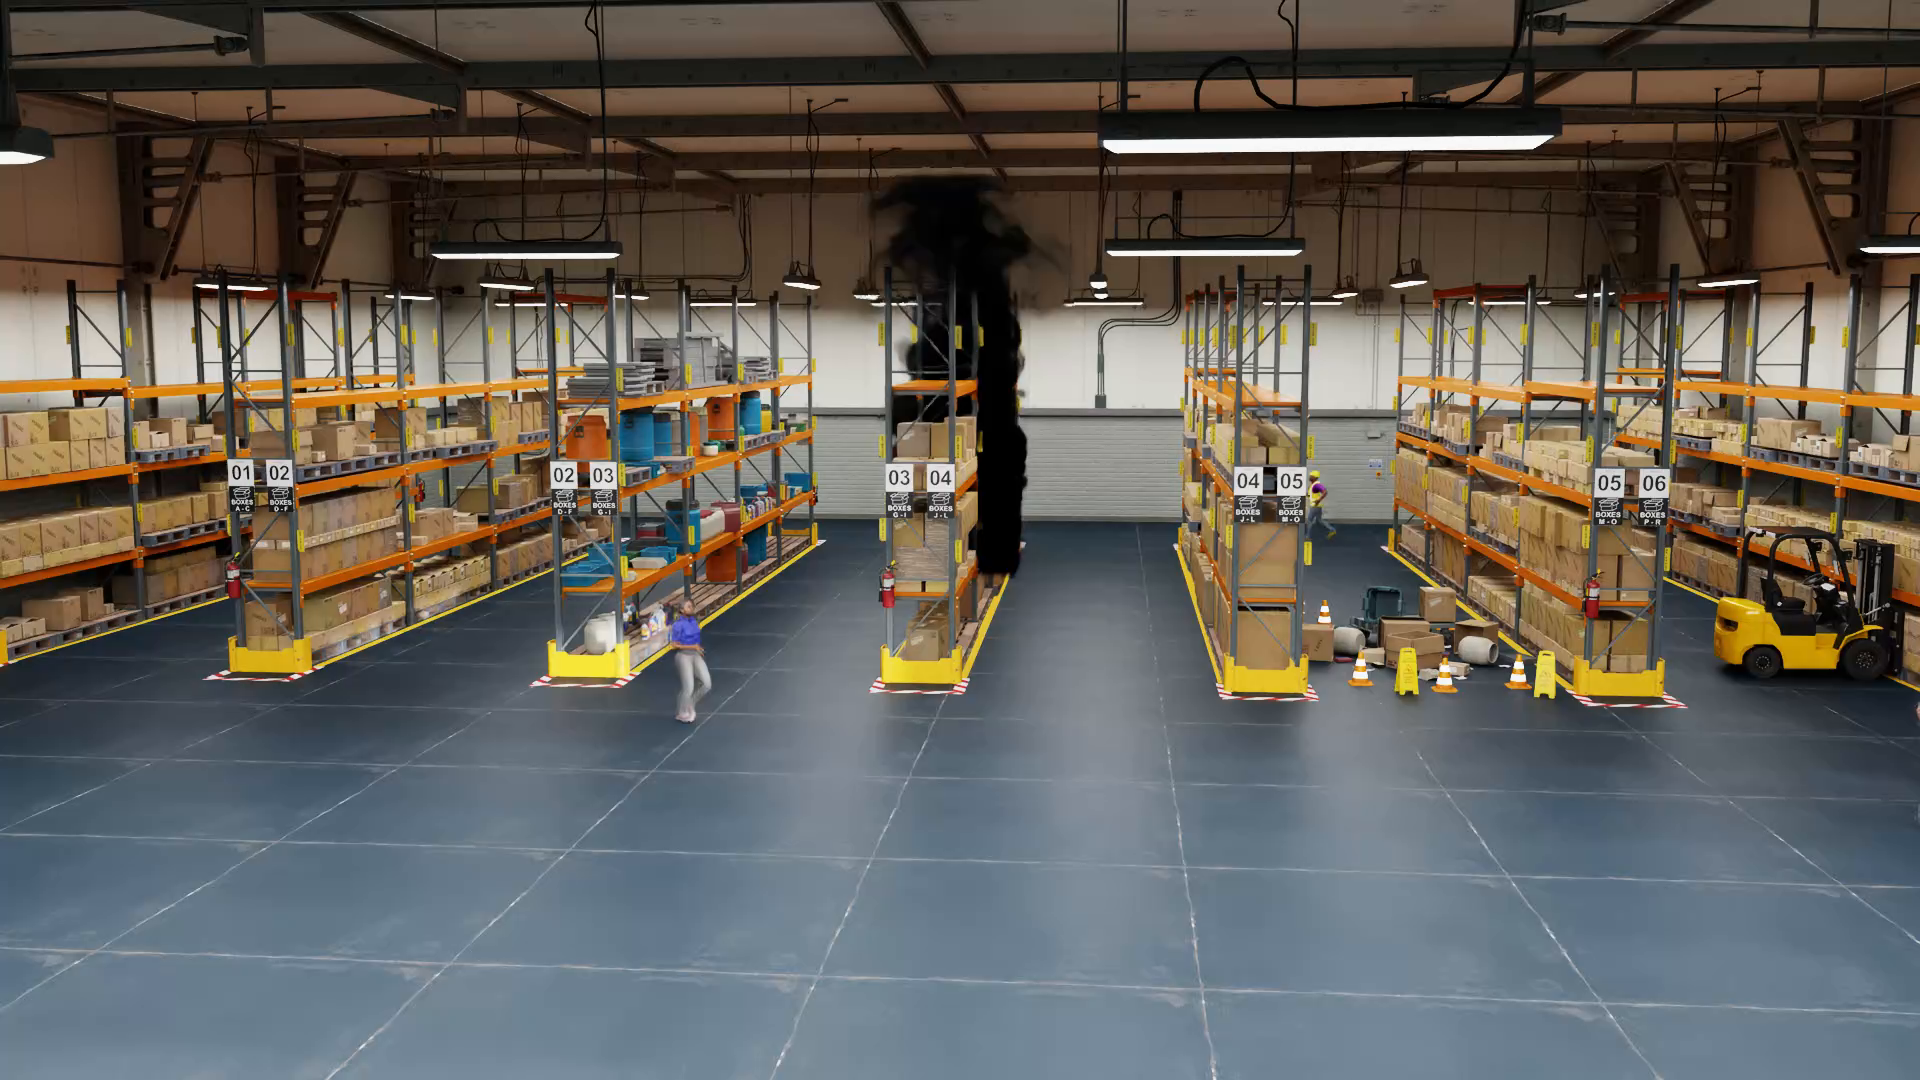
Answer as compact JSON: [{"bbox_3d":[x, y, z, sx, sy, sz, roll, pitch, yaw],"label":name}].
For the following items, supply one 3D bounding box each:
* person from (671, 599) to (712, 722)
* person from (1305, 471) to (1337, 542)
[{"bbox_3d":[-3.472,1.571,21.628,0.572,1.619,0.563,5,8,34],"label":"person"},{"bbox_3d":[8.712,-0.798,40.533,0.985,1.786,0.712,1,7,7],"label":"person"}]
